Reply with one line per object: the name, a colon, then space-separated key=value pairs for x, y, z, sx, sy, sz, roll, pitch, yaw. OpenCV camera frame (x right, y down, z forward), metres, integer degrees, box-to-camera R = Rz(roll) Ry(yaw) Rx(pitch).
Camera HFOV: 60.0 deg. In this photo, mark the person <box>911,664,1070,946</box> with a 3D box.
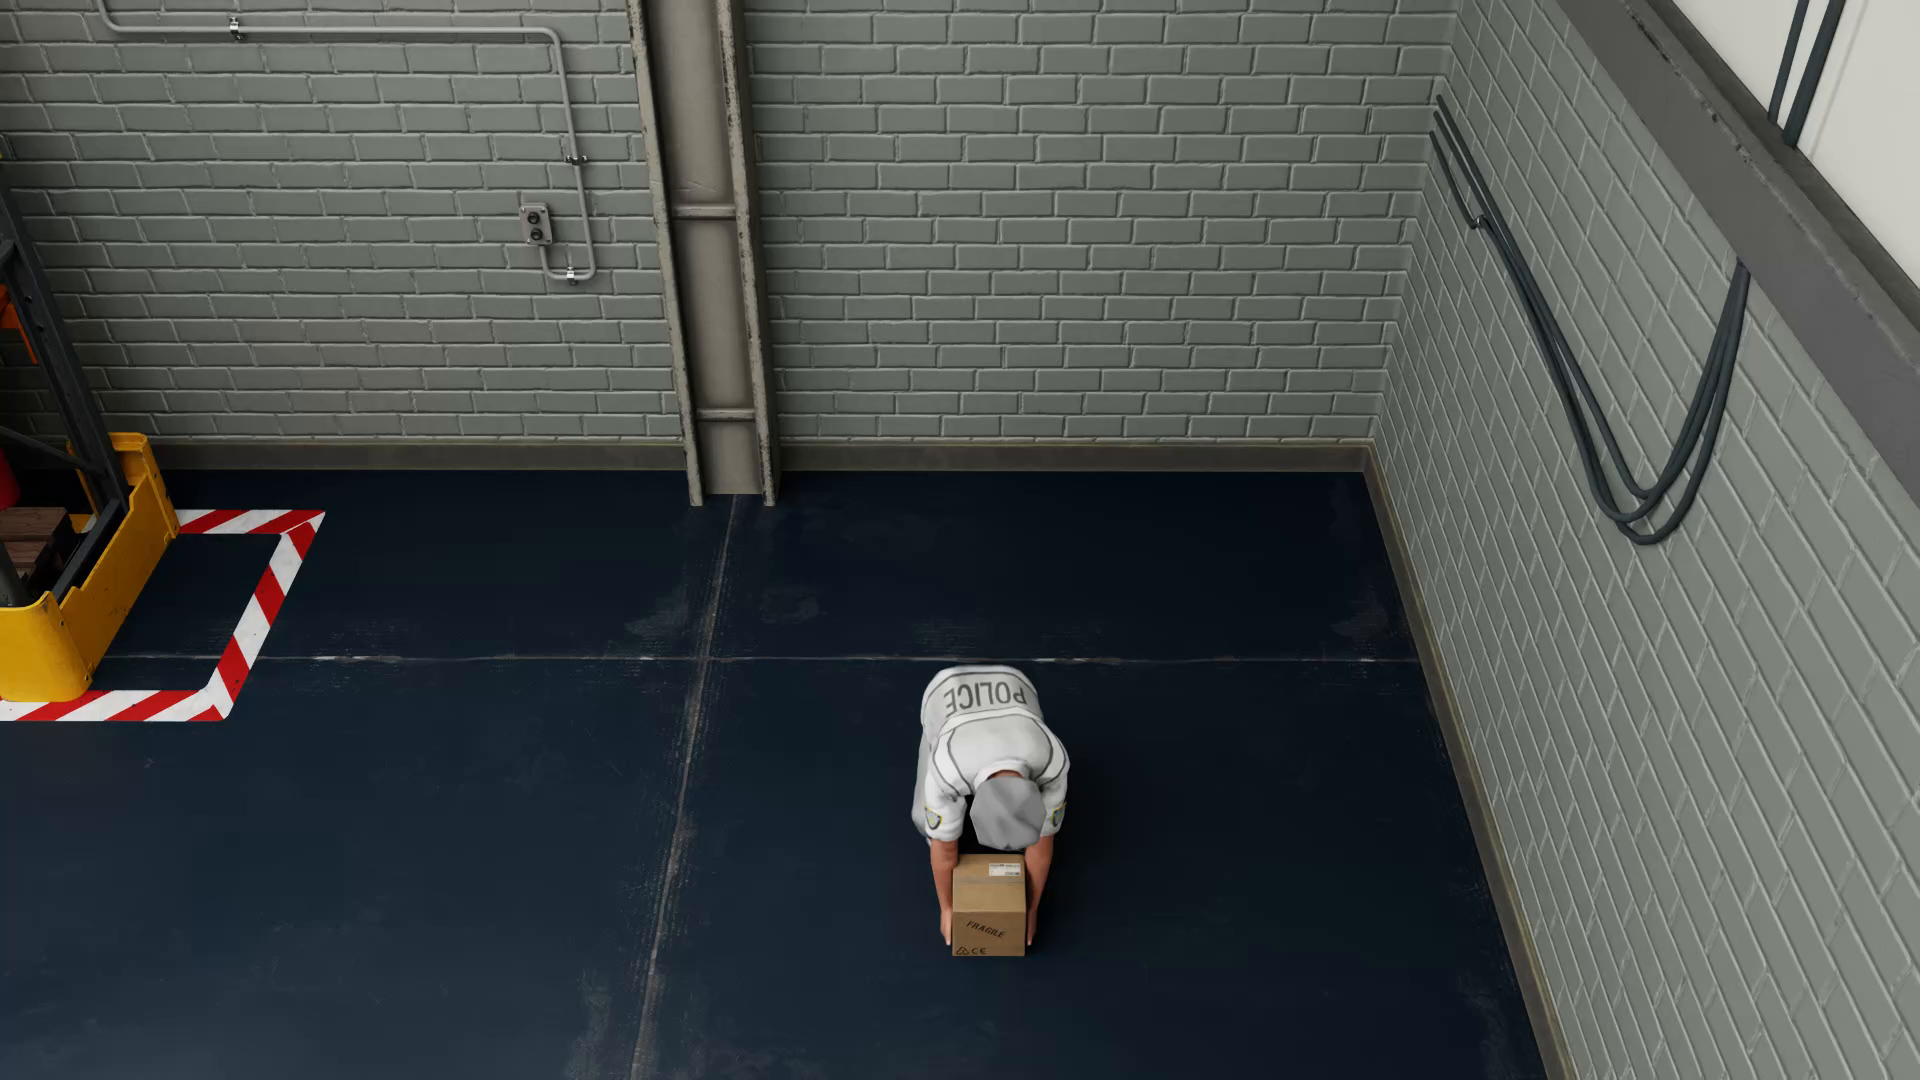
person: x=0.099 y=0.888 z=5.864 sx=0.542 sy=0.894 sz=0.994 roll=-1 pitch=39 yaw=-1
